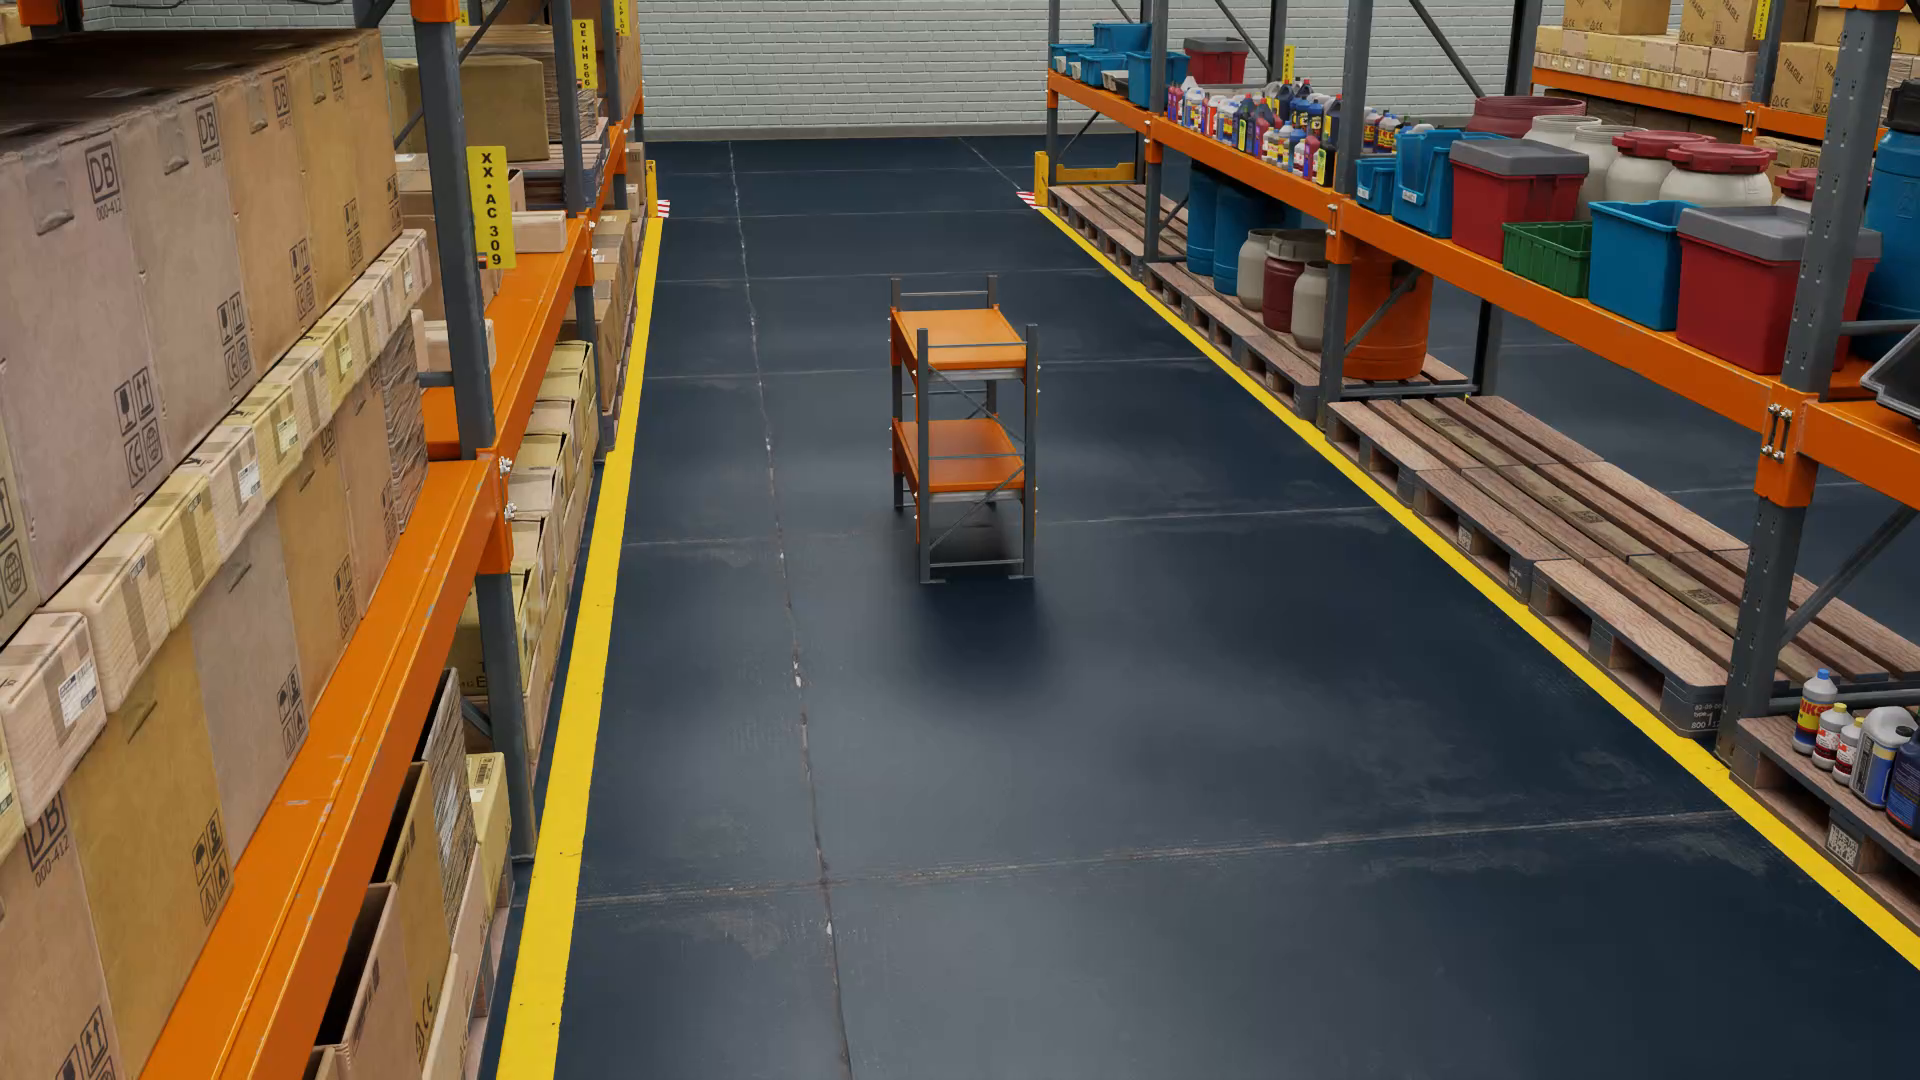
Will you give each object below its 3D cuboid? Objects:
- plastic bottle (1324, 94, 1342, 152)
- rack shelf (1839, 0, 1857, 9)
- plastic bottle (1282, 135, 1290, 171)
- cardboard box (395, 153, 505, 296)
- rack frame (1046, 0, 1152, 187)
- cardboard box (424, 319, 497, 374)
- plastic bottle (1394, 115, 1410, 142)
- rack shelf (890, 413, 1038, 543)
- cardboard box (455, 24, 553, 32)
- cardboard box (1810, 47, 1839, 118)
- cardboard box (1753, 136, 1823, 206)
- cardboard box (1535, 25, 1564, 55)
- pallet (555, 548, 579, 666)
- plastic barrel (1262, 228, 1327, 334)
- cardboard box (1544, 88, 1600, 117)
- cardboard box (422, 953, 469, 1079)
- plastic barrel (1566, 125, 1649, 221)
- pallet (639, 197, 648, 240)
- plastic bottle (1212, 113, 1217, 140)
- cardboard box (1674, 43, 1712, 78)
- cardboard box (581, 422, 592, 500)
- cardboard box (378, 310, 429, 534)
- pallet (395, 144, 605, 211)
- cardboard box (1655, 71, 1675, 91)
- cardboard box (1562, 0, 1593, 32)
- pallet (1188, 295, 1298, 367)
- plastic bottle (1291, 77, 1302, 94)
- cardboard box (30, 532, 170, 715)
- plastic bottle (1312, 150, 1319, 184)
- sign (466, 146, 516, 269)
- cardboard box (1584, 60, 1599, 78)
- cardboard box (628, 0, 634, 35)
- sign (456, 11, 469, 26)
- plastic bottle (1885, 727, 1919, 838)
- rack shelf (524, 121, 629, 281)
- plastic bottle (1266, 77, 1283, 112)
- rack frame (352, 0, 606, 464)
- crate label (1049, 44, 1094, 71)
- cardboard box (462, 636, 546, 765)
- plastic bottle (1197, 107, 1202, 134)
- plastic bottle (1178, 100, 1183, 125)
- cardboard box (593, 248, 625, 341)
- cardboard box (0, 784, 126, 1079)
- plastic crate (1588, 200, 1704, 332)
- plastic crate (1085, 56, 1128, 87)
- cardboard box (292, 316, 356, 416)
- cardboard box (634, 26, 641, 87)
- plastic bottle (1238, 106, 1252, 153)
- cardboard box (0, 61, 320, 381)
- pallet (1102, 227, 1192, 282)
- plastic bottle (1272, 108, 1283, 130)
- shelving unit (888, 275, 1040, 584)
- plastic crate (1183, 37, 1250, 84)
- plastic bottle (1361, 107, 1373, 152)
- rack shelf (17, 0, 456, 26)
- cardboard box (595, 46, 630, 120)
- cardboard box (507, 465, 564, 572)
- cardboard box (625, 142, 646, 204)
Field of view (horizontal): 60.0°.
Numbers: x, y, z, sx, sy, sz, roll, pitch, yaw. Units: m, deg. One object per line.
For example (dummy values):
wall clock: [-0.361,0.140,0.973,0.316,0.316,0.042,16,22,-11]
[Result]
plastic bottle: [2.428,-2.676,10.665,0.144,0.351,0.185,-3,21,-8]
rack shelf: [2.809,-2.428,6.670,1.077,0.370,4.000,-3,21,-8]
plastic bottle: [1.966,-2.299,9.869,0.097,0.201,0.097,0,20,0]
cardboard box: [-2.124,-1.270,6.687,0.500,0.500,0.500,-4,21,-11]
rack frame: [1.367,-4.822,16.339,1.000,3.000,0.127,-3,21,-8]
cardboard box: [-1.731,-0.618,5.443,0.380,0.149,0.250,-3,21,-8]
plastic bottle: [2.704,-2.452,10.162,0.061,0.283,0.133,-3,21,-8]
rack shelf: [-0.001,-0.300,7.611,0.538,0.278,1.000,-3,21,-8]
cardboard box: [-3.111,-3.257,11.405,0.700,0.500,0.500,-10,23,-26]
cardboard box: [6.737,-3.388,12.356,0.500,0.500,0.500,-3,21,-8]
cardboard box: [6.957,-2.668,13.008,1.225,0.875,0.875,-3,21,-8]
cardboard box: [6.070,-4.961,16.501,0.500,0.250,0.500,-3,21,-9]
pallet: [-2.129,0.211,6.849,1.003,0.211,1.213,-3,21,-8]
plastic barrel: [2.270,-1.679,10.770,0.600,0.588,0.708,-3,21,-8]
cardboard box: [6.440,-4.056,16.724,0.875,0.875,0.875,-3,21,-8]
cardboard box: [-1.373,1.168,3.631,0.500,0.250,0.500,-3,21,-8]
plastic barrel: [2.941,-1.613,7.588,0.421,0.512,0.421,0,20,0]
pallet: [-3.408,-2.965,15.352,1.003,0.211,1.213,-3,21,-8]
plastic bottle: [1.757,-2.802,11.216,0.097,0.201,0.097,0,20,0]
cardboard box: [6.445,-4.075,14.127,0.500,0.250,0.500,-2,21,-6]
cardboard box: [-1.987,-0.364,7.733,0.500,0.250,0.500,-3,21,-8]
cardboard box: [-1.735,-0.312,4.122,0.700,0.500,0.500,-3,21,-9]
pallet: [-2.549,-1.945,8.910,1.213,0.211,1.003,-3,21,-8]
cardboard box: [6.328,-4.014,14.536,0.380,0.149,0.250,-3,21,-7]
cardboard box: [6.142,-5.139,15.906,0.500,0.500,0.500,-3,21,-9]
pallet: [2.193,-1.438,11.265,1.003,0.211,1.213,-3,21,-8]
plastic bottle: [2.400,-3.112,11.832,0.144,0.351,0.185,-3,21,-8]
cardboard box: [-1.222,0.112,2.060,0.380,0.149,0.250,-4,21,-10]
plastic bottle: [2.041,-2.118,9.385,0.097,0.201,0.097,0,20,0]
sign: [-1.256,-0.890,4.461,0.100,0.325,0.005,-3,21,-8]
cardboard box: [6.143,-4.459,15.726,0.380,0.149,0.250,-3,21,-9]
cardboard box: [-2.972,-4.416,13.682,0.500,0.500,0.500,-2,21,-6]
sign: [-3.494,-3.564,11.734,0.100,0.325,0.005,-3,21,-8]
plastic bottle: [2.803,0.668,4.797,0.144,0.351,0.185,-2,21,-6]
rack shelf: [-2.670,-2.159,10.238,1.077,0.370,4.000,-3,21,-8]
plastic bottle: [2.257,-3.105,11.812,0.144,0.351,0.185,-3,21,-8]
rack frame: [-2.382,-1.803,8.258,1.000,3.000,0.127,-3,21,-8]
crate label: [1.077,-4.669,16.085,0.416,0.233,0.303,-3,21,-8]
cardboard box: [-1.618,0.521,5.365,0.500,0.250,0.500,-3,21,-9]
plastic bottle: [1.704,-2.929,11.555,0.097,0.201,0.097,0,20,0]
plastic bottle: [1.628,-3.110,12.040,0.097,0.201,0.097,0,20,0]
cardboard box: [-2.393,-1.546,10.512,0.500,0.500,0.500,-4,21,-10]
cardboard box: [-1.364,0.576,1.745,0.700,0.500,0.500,-2,21,-6]
plastic crate: [2.630,-1.026,6.199,0.392,0.384,0.575,-3,21,-8]
plastic crate: [1.310,-4.110,14.586,0.416,0.233,0.300,-3,21,-8]
cardboard box: [-1.409,-0.334,3.252,0.380,0.149,0.250,-3,21,-8]
cardboard box: [-3.123,-4.299,14.797,0.500,0.500,0.500,-3,21,-7]
plastic bottle: [1.829,-2.622,10.616,0.061,0.283,0.133,-3,21,-8]
cardboard box: [-1.589,-0.572,2.962,0.700,0.500,0.500,-3,21,-8]
pallet: [1.799,-2.383,13.795,1.003,0.211,1.213,-3,21,-8]
plastic bottle: [1.991,-2.583,10.511,0.061,0.283,0.133,-3,21,-8]
shelving unit: [-0.001,-0.529,7.526,0.538,1.125,1.048,-3,21,-8]
plastic crate: [2.063,-3.817,13.471,0.402,0.464,0.583,-3,21,-8]
plastic bottle: [2.578,-2.640,10.675,0.152,0.276,0.135,-3,21,-8]
rack shelf: [-1.517,-0.794,2.297,1.077,0.370,4.000,-3,21,-8]
cardboard box: [-2.762,-3.425,12.458,0.500,0.500,0.500,-2,21,-6]
cardboard box: [-1.761,-0.098,6.220,0.500,0.311,0.500,-4,21,-10]
cardboard box: [-3.213,-3.433,15.563,0.500,0.500,0.500,-3,21,-8]
